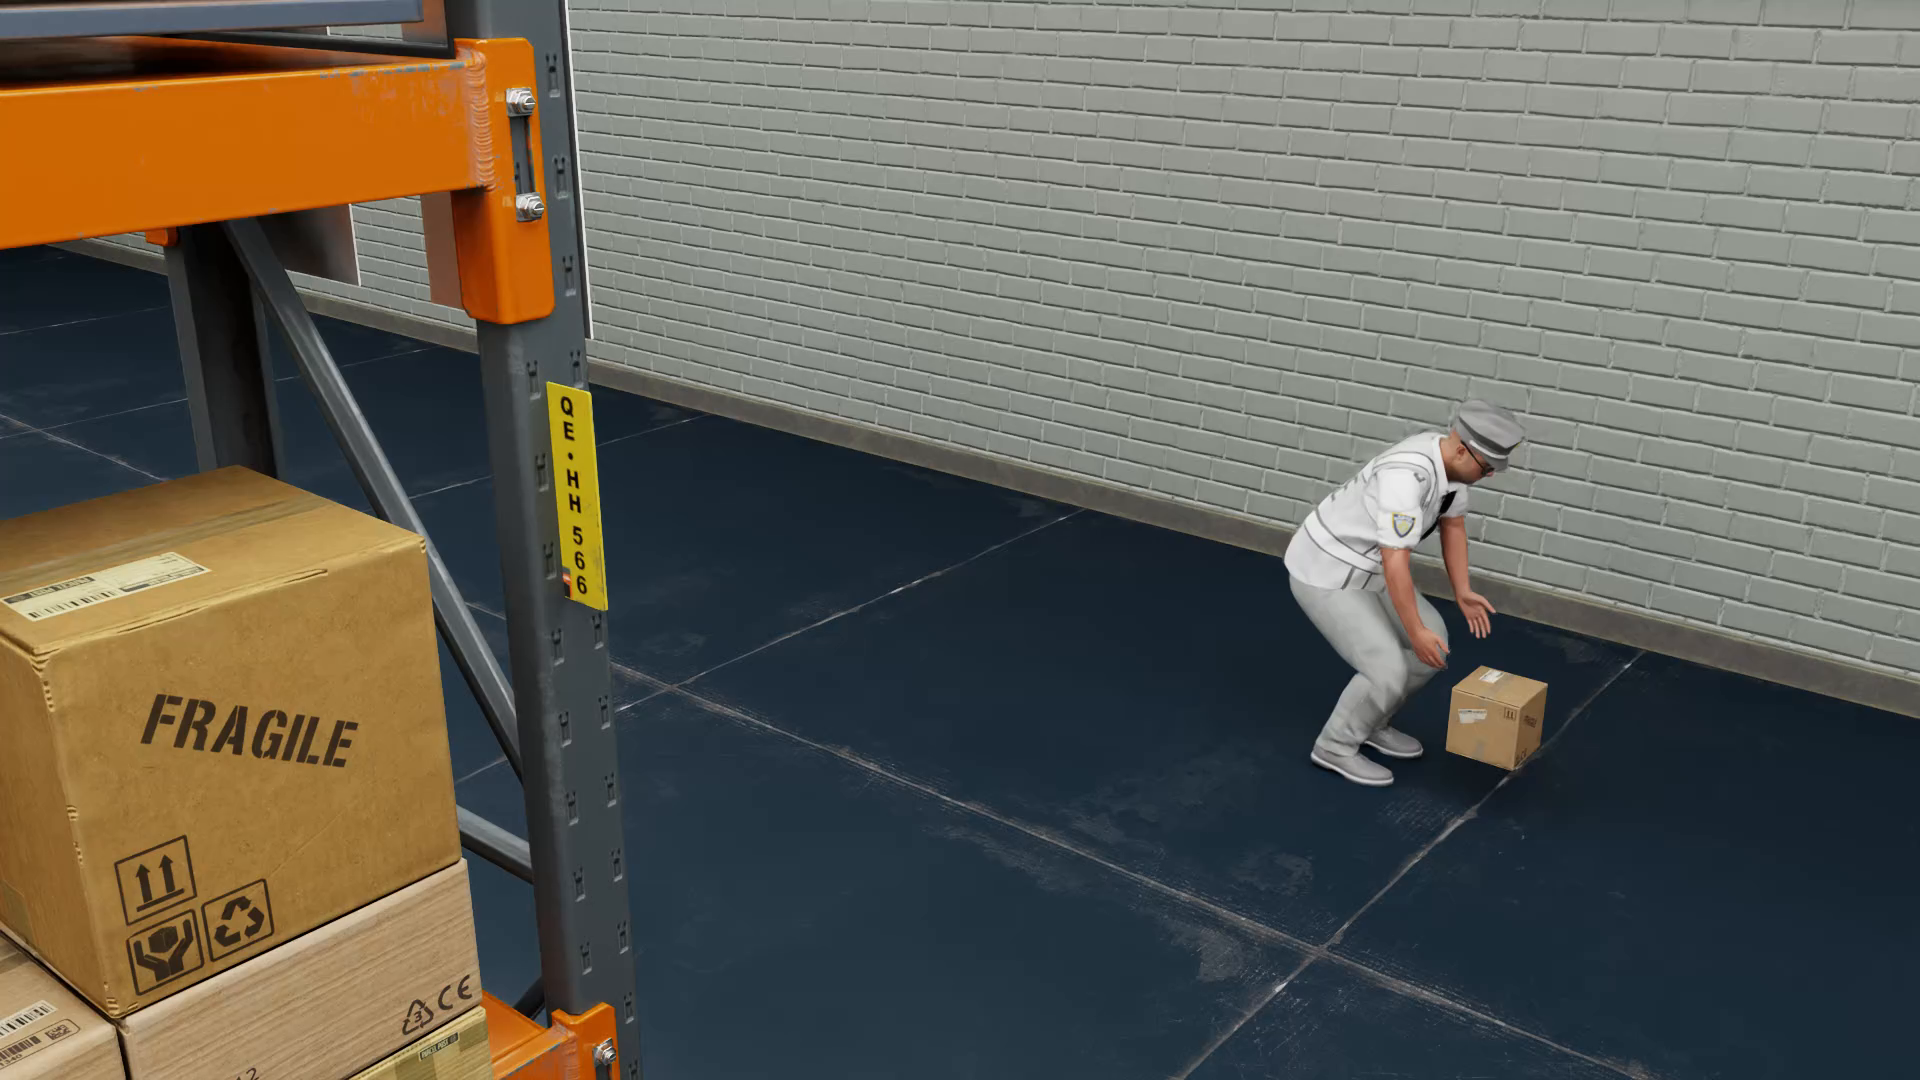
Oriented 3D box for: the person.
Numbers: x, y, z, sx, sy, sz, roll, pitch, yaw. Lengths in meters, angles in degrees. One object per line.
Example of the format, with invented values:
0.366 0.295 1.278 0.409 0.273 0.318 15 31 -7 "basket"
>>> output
1.604 0.162 6.088 0.790 1.440 0.590 16 25 37 "person"
